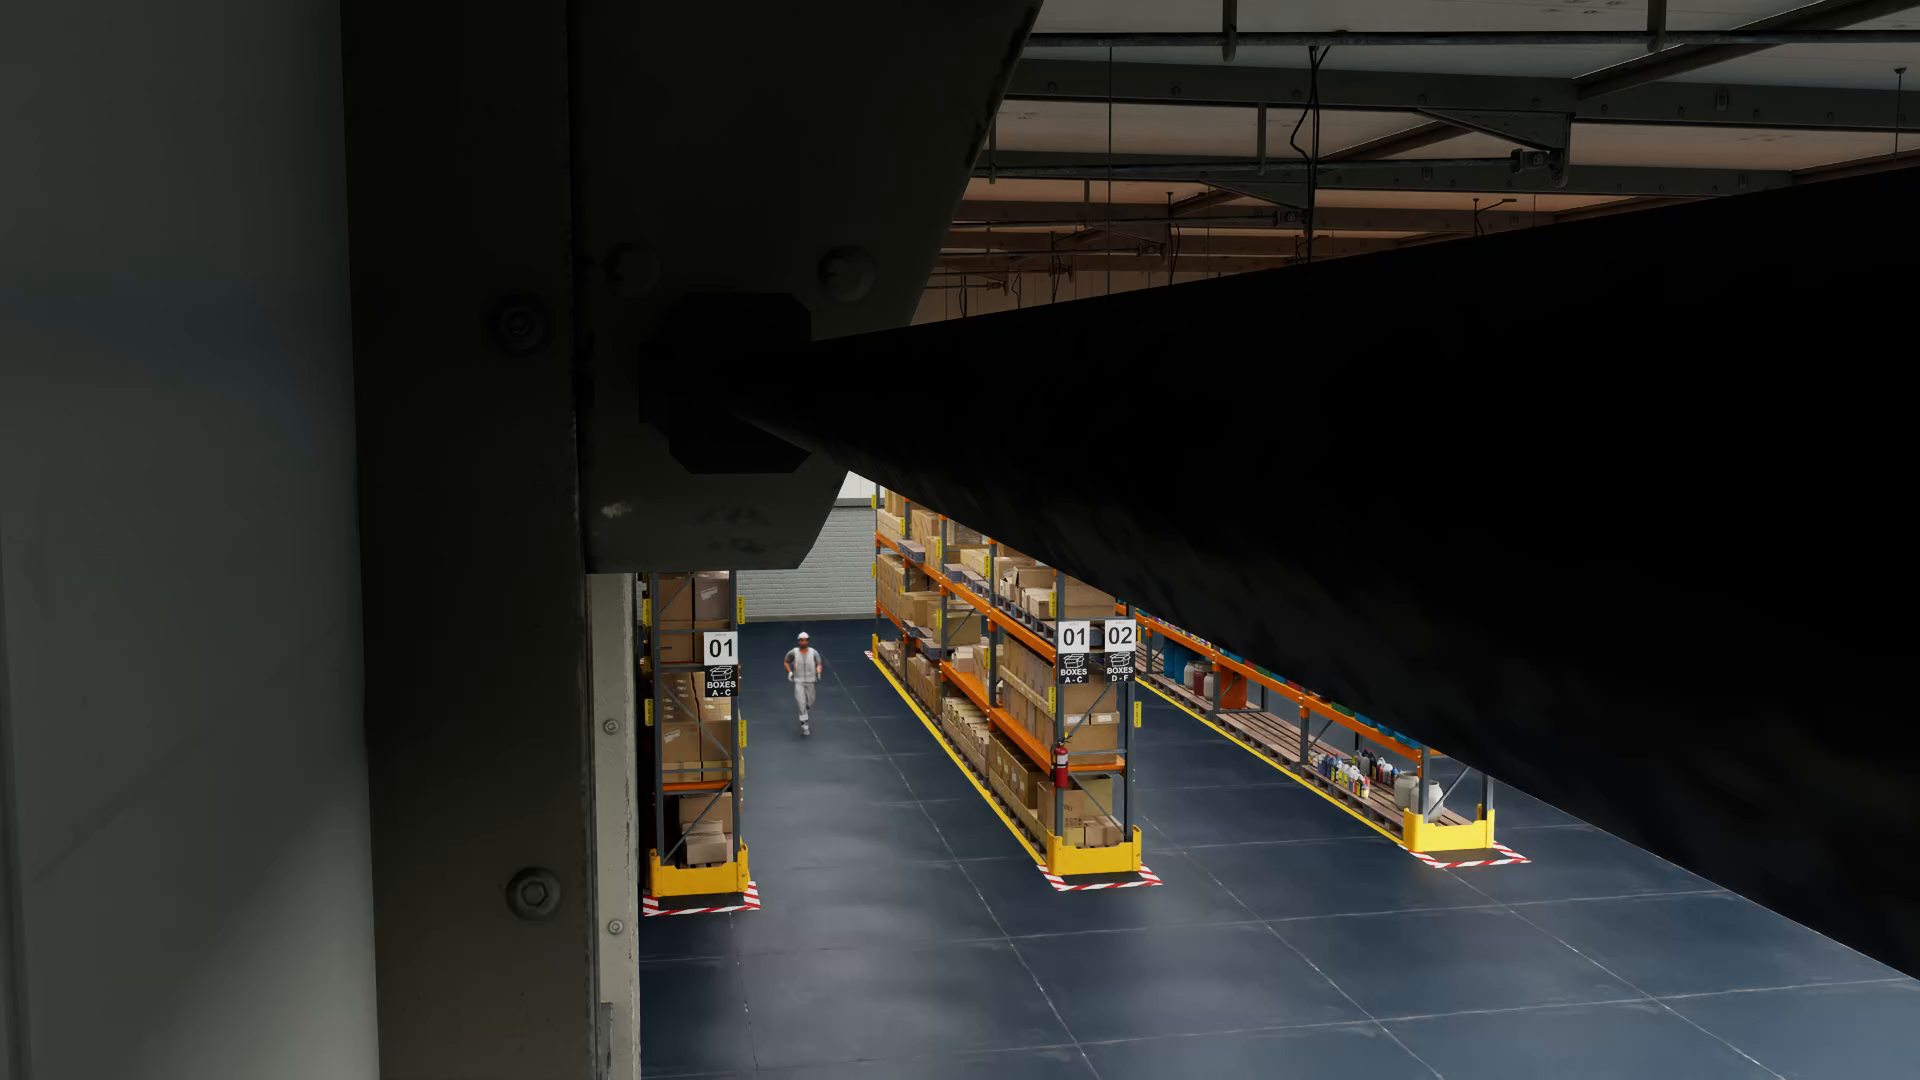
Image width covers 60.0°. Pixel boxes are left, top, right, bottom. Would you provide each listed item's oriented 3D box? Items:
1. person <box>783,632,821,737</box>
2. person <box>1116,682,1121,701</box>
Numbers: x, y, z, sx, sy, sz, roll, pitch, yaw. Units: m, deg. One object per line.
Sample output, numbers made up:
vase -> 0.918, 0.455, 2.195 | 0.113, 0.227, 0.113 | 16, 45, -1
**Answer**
person -> -2.737, 2.488, 29.013 | 0.656, 1.772, 0.845 | -1, 6, -13
person -> 2.963, 2.294, 31.526 | 0.569, 1.638, 0.638 | 0, 6, -3
